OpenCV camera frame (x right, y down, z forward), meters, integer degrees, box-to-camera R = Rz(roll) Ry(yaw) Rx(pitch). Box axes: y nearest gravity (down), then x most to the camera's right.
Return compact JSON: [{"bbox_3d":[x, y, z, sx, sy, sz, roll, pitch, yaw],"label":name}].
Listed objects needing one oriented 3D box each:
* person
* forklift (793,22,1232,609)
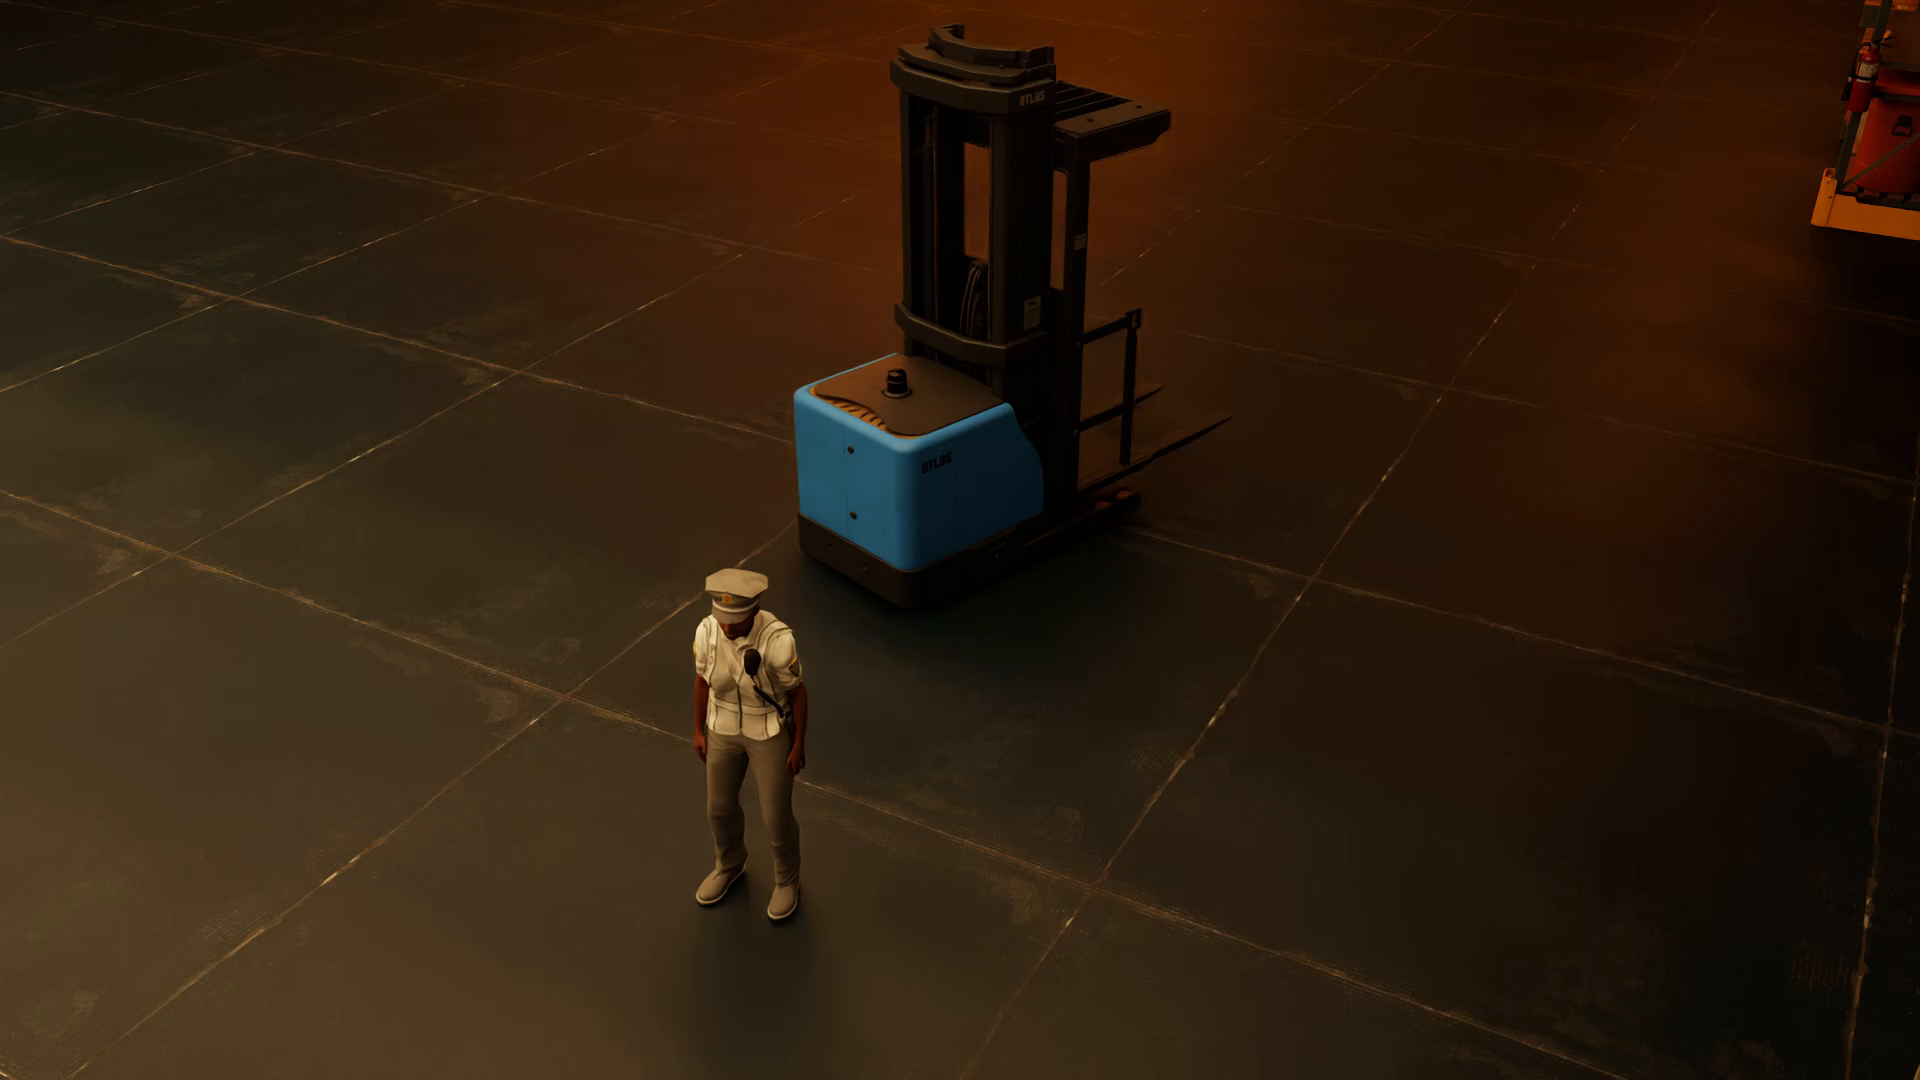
[{"bbox_3d":[-0.880,0.826,6.919,0.507,1.657,0.395,8,31,13],"label":"person"},{"bbox_3d":[0.468,-1.511,9.688,3.031,2.935,1.130,-25,38,-36],"label":"forklift"}]
